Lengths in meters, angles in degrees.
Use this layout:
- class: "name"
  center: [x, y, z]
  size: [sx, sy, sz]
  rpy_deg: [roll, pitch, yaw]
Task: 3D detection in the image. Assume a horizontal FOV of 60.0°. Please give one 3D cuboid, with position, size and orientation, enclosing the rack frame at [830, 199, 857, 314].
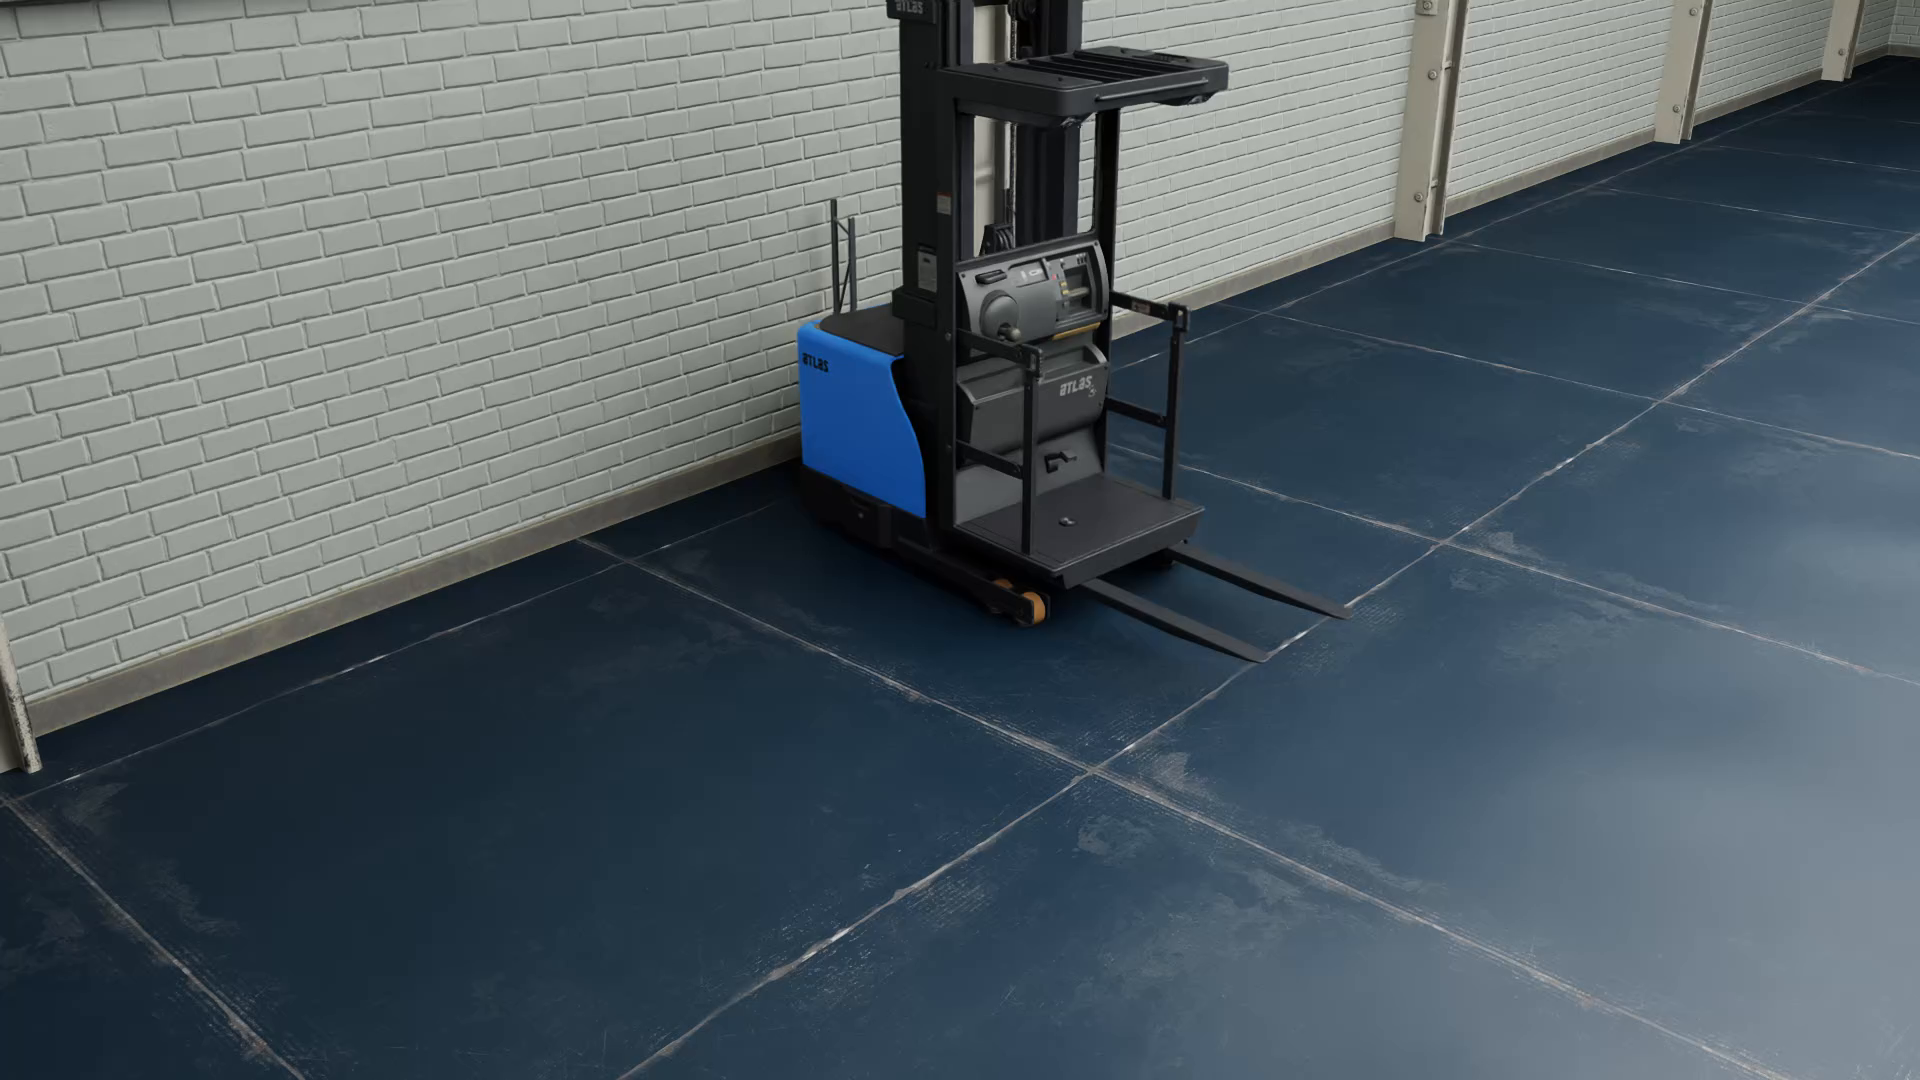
- class: "rack frame"
  center: [-0.649, -1.142, 9.464]
  size: [0.032, 1.500, 0.500]
  rpy_deg: [-7, 25, -15]

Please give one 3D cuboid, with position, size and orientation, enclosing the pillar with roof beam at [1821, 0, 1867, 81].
- class: "pillar with roof beam"
  center: [15.283, -9.304, 18.502]
  size: [9.100, 9.000, 0.400]
  rpy_deg: [20, 31, 38]

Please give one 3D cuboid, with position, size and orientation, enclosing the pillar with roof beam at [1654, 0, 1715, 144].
- class: "pillar with roof beam"
  center: [11.279, -7.476, 14.425]
  size: [9.100, 9.000, 0.400]
  rpy_deg: [20, 31, 38]

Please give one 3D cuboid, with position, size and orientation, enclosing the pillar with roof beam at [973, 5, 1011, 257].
- class: "pillar with roof beam"
  center: [3.270, -3.820, 6.271]
  size: [9.100, 9.000, 0.400]
  rpy_deg: [20, 31, 38]

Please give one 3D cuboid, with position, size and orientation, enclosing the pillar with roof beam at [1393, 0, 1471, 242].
- class: "pillar with roof beam"
  center: [7.274, -5.648, 10.348]
  size: [9.100, 9.000, 0.400]
  rpy_deg: [20, 31, 38]

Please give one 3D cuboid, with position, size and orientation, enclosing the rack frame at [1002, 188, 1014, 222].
- class: "rack frame"
  center: [0.328, -1.258, 9.722]
  size: [0.032, 1.500, 0.500]
  rpy_deg: [-7, 25, -15]

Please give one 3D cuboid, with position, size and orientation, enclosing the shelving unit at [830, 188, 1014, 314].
- class: "shelving unit"
  center: [-0.169, -1.199, 9.591]
  size: [1.083, 1.500, 0.587]
  rpy_deg: [-7, 25, -15]

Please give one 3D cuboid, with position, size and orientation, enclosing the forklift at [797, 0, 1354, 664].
- class: "forklift"
  center: [0.502, -1.163, 7.761]
  size: [1.130, 2.935, 3.031]
  rpy_deg: [-20, 31, -38]

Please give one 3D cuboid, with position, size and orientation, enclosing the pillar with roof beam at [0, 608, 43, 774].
- class: "pillar with roof beam"
  center: [-0.735, -1.992, 2.194]
  size: [9.100, 9.000, 0.400]
  rpy_deg: [20, 31, 38]
